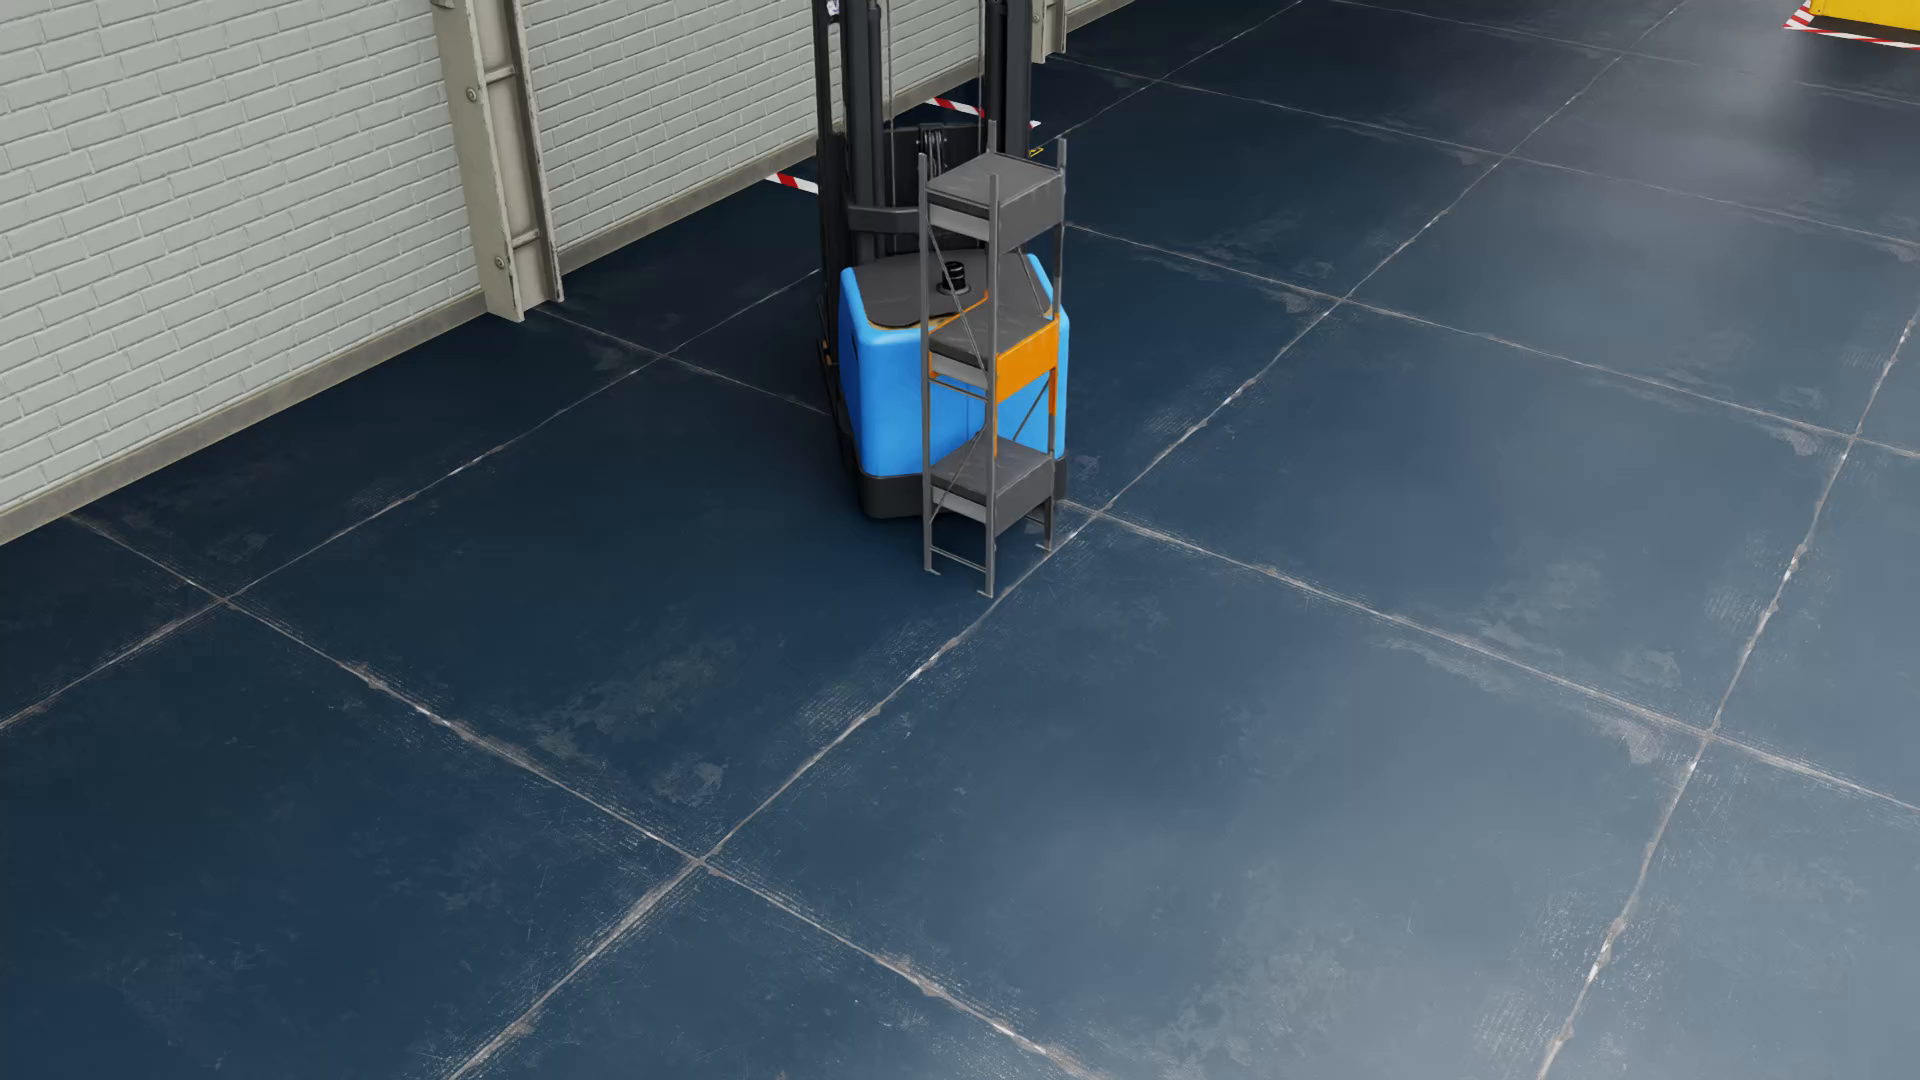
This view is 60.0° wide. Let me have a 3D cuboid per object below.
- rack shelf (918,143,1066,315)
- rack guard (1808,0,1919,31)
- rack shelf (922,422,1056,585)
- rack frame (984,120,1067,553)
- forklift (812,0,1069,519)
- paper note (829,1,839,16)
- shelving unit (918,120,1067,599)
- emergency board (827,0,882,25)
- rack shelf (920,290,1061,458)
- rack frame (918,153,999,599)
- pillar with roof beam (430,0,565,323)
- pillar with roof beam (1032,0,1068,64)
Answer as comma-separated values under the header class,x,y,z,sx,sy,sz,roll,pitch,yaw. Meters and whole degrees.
class,x,y,z,sx,sy,sz,roll,pitch,yaw
rack shelf,0.138,-1.337,7.128,0.431,0.518,0.480,23,40,30
rack guard,8.481,-5.015,15.220,1.175,0.500,0.348,21,39,28
rack shelf,0.138,-0.178,7.912,0.431,0.518,0.480,23,40,30
rack frame,0.285,-0.878,7.674,0.400,2.100,0.015,23,40,30
forklift,-0.227,-2.138,8.795,1.130,2.935,3.031,-6,34,-8
paper note,-0.907,-3.930,12.171,0.016,0.148,0.142,21,39,28
shelving unit,0.138,-0.769,7.513,0.431,2.100,0.503,23,40,30
emergency board,-0.750,-4.355,12.012,0.194,1.169,0.643,21,39,28
rack shelf,0.138,-0.758,7.520,0.431,0.518,0.480,23,40,30
rack frame,-0.008,-0.660,7.351,0.400,2.100,0.015,23,40,30
pillar with roof beam,0.806,-3.829,5.878,9.100,9.000,0.400,21,39,28
pillar with roof beam,4.228,-6.590,9.961,9.100,9.000,0.400,21,39,28
